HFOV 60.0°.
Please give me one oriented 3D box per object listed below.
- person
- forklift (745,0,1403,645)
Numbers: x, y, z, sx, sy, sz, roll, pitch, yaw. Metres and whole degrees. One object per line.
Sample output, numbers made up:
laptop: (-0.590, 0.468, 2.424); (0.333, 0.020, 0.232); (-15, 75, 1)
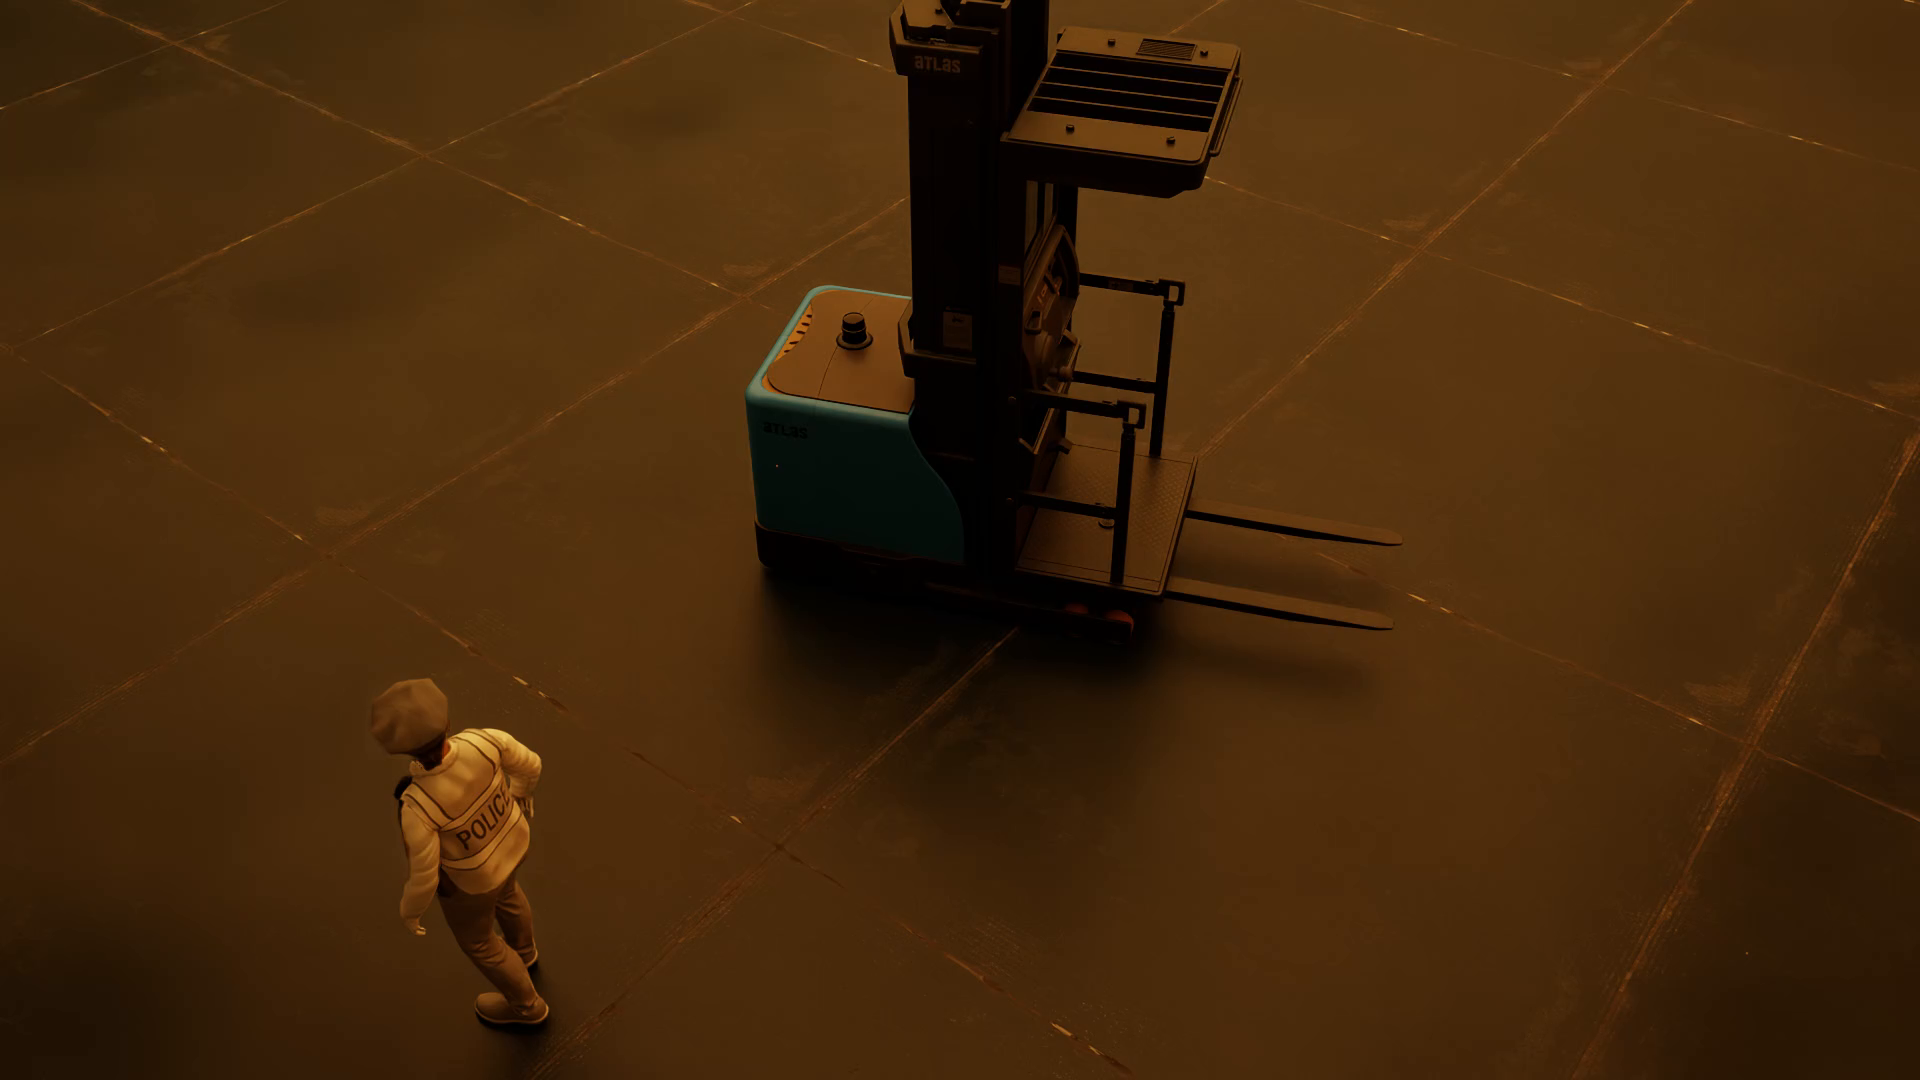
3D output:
person: (-1.739, 1.090, 5.770); (0.475, 1.671, 0.668); (15, 43, 17)
forklift: (0.587, -1.011, 7.260); (3.031, 2.935, 1.130); (10, 41, 12)
